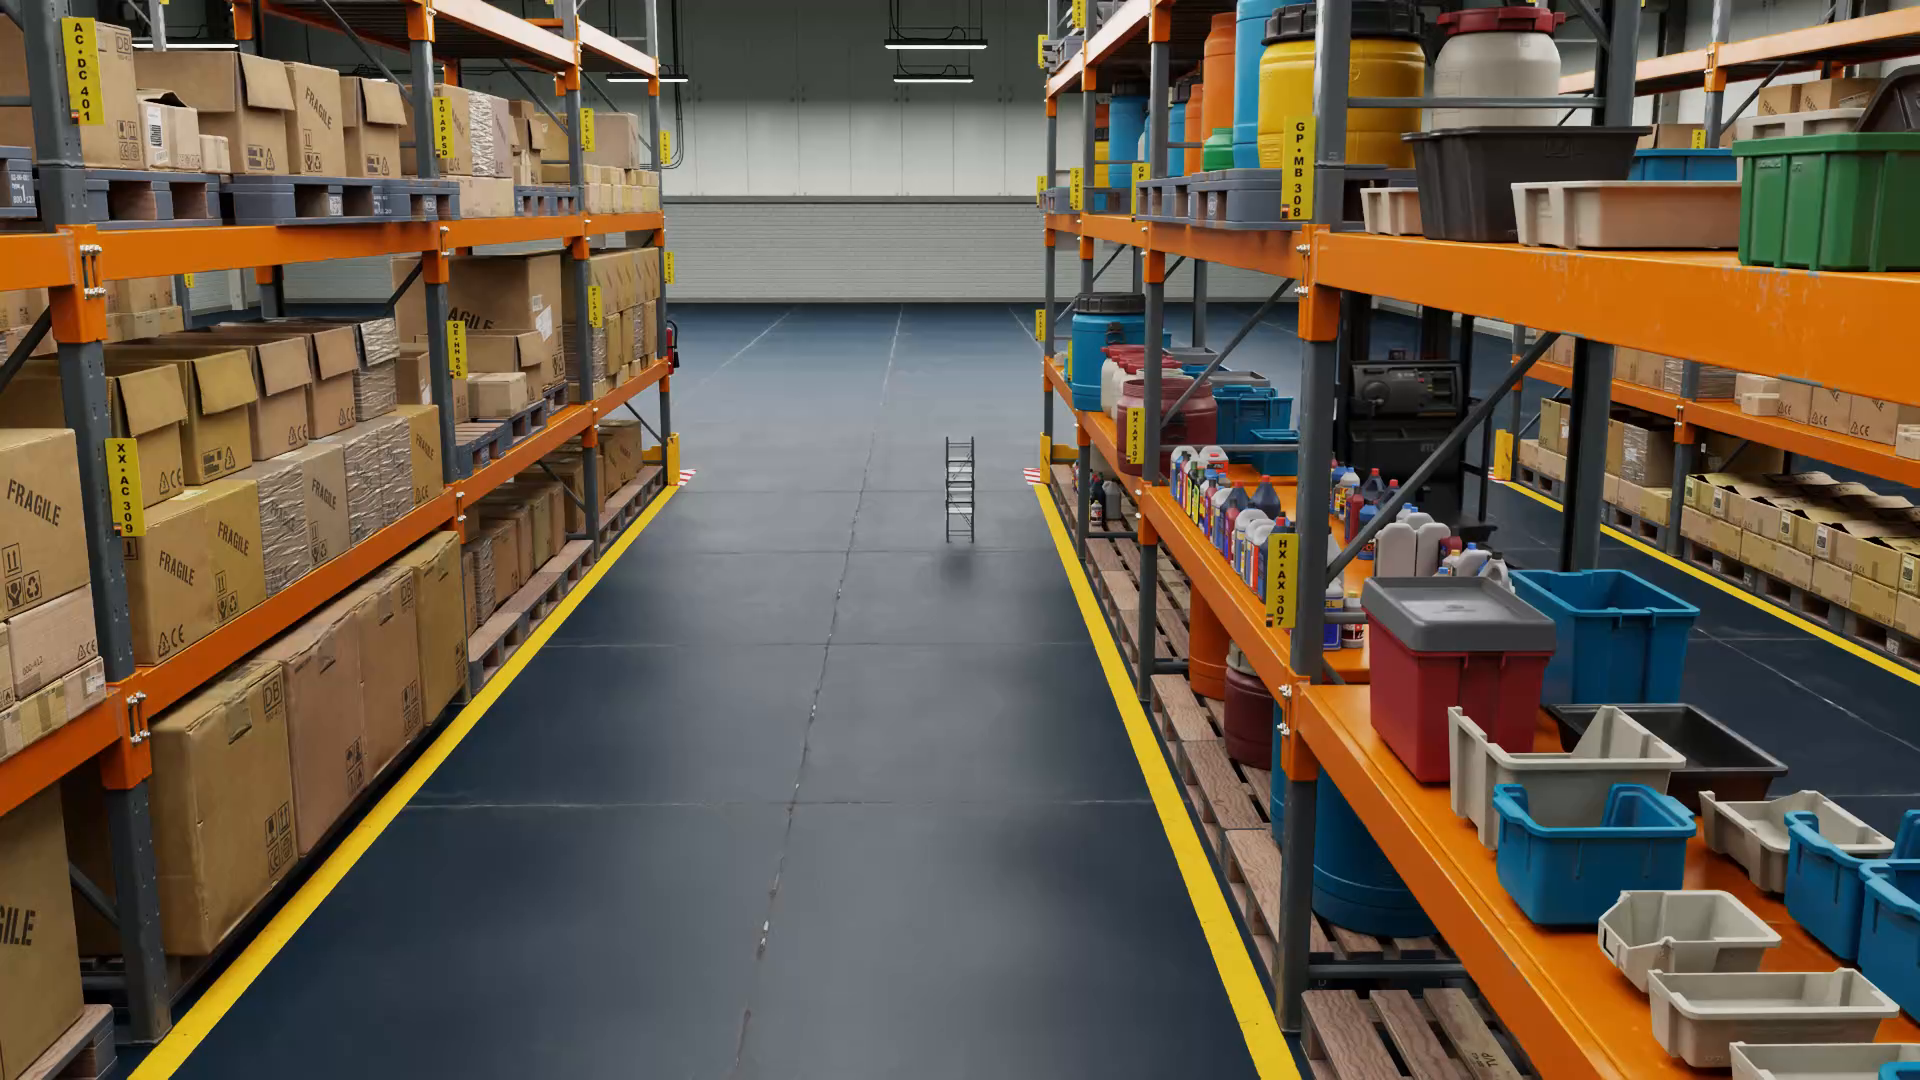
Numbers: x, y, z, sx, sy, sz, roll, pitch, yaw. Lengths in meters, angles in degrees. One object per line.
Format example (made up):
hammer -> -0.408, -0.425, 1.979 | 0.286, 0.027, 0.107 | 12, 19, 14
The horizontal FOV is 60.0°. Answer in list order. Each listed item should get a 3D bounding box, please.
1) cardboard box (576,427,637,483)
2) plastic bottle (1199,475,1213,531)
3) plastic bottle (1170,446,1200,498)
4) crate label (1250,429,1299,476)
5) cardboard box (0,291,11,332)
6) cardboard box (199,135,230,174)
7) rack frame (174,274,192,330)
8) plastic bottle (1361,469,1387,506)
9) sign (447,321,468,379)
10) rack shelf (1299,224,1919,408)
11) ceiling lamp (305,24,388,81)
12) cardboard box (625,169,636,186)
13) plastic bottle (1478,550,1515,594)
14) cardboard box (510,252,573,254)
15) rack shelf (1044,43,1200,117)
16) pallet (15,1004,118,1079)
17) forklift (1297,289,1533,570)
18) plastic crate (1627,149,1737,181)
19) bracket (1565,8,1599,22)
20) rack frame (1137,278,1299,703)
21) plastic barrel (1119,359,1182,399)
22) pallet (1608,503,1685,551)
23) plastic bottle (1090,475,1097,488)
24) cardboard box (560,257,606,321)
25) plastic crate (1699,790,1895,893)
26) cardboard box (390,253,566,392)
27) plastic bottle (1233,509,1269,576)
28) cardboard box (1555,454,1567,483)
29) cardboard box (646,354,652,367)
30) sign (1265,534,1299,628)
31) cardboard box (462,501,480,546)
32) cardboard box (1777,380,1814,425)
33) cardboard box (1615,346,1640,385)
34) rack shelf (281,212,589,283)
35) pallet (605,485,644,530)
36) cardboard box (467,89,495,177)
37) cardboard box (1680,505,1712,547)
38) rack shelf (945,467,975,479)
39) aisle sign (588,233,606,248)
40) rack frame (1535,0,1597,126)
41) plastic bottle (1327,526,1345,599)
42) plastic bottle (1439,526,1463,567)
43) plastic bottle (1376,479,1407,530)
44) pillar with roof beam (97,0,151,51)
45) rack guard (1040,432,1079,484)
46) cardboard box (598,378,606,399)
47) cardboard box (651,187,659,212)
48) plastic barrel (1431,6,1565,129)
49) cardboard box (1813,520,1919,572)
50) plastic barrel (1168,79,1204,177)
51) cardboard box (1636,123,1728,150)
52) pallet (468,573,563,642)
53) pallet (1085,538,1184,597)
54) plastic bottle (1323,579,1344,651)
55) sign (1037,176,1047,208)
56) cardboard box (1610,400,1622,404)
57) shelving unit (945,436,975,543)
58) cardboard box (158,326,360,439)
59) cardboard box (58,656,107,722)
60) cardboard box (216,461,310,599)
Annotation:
cardboard box -> -3.516, -0.831, 16.339 | 0.500, 0.500, 0.500 | 3, 12, 14
plastic bottle -> 1.236, -0.185, 8.249 | 0.097, 0.271, 0.097 | 0, 11, 0
plastic bottle -> 1.244, -0.375, 9.173 | 0.152, 0.276, 0.135 | 0, 11, -1
crate label -> 1.925, -0.526, 10.028 | 0.303, 0.233, 0.416 | 0, 11, -1
cardboard box -> -8.410, -1.973, 13.649 | 0.875, 0.550, 0.550 | 0, 11, -1
cardboard box -> -3.192, -1.557, 6.719 | 0.380, 0.149, 0.250 | -1, 11, -3
rack frame -> -8.520, -2.092, 17.328 | 1.000, 3.000, 0.127 | 0, 11, -1
plastic bottle -> 1.979, -0.161, 7.932 | 0.144, 0.351, 0.185 | 0, 11, -1
sign -> -2.839, -1.073, 9.390 | 0.100, 0.325, 0.005 | 0, 11, -1
rack shelf -> 1.683, -0.448, 3.486 | 1.077, 0.370, 4.000 | 0, 11, -1
ceiling lamp -> -15.107, -12.904, 40.852 | 2.000, 3.185, 0.800 | 0, 11, -1
cardboard box -> -3.221, -3.372, 15.466 | 0.380, 0.149, 0.250 | -1, 11, -4
plastic bottle -> 1.957, 0.217, 6.068 | 0.144, 0.351, 0.185 | 0, 11, -1
cardboard box -> -3.788, -2.369, 15.177 | 0.500, 0.500, 0.500 | 0, 11, -1
rack shelf -> 1.435, -4.107, 14.985 | 1.077, 0.370, 4.000 | 0, 11, -1
pallet -> -3.373, 1.811, 5.102 | 1.003, 0.211, 1.213 | 0, 11, -1
forklift -> 3.713, -1.277, 13.484 | 1.130, 2.935, 3.031 | -2, 12, -8
plastic crate -> 1.979, -0.936, 4.505 | 0.416, 0.233, 0.300 | 0, 11, -1
bracket -> 11.512, -9.704, 30.706 | 0.076, 0.066, 4.783 | 0, 11, -1
rack frame -> 1.559, -0.523, 9.591 | 1.000, 3.000, 0.127 | 0, 11, -1
plastic barrel -> 1.300, -0.962, 11.413 | 0.433, 0.535, 0.433 | 0, 11, 0
pallet -> 6.454, -0.129, 14.665 | 1.003, 0.211, 1.213 | 0, 11, -1
plastic bottle -> 1.170, -0.400, 14.544 | 0.144, 0.351, 0.185 | -1, 11, -4
cardboard box -> -3.231, -2.073, 13.718 | 0.500, 0.500, 0.500 | 0, 11, -1
plastic crate -> 1.978, 0.717, 3.992 | 0.293, 0.136, 0.466 | 0, 11, -1
cardboard box -> -3.600, -1.639, 12.528 | 1.000, 1.000, 1.000 | 0, 11, -1
plastic bottle -> 1.284, 0.010, 7.275 | 0.152, 0.276, 0.135 | 0, 11, -1
cardboard box -> 6.158, -0.685, 16.249 | 0.500, 0.250, 0.500 | 0, 11, -1
cardboard box -> -3.285, -1.815, 16.591 | 0.380, 0.149, 0.250 | 0, 11, -1
sign -> 1.091, 0.139, 5.635 | 0.100, 0.325, 0.005 | 0, 11, -1
cardboard box -> -3.458, -0.099, 10.797 | 0.500, 0.250, 0.500 | 1, 12, 5
cardboard box -> 6.439, -1.129, 12.328 | 0.500, 0.500, 0.500 | 1, 11, 3
cardboard box -> 6.389, -1.679, 15.040 | 0.700, 0.500, 0.500 | 0, 11, 0
rack shelf -> -3.435, -2.017, 11.224 | 1.077, 0.370, 4.000 | 0, 11, -1
pallet -> -3.553, -0.307, 15.543 | 1.003, 0.211, 1.213 | 0, 11, -1
cardboard box -> -3.153, -2.462, 10.096 | 0.500, 0.500, 0.500 | 0, 11, -1
cardboard box -> 6.189, -0.115, 13.439 | 0.500, 0.250, 0.500 | -1, 11, -3
rack shelf -> 0.000, -0.583, 14.433 | 0.258, 0.077, 0.200 | 0, 11, -1
aisle sign -> -3.860, -3.378, 17.126 | 0.394, 0.787, 0.004 | 0, 11, -1
rack frame -> 6.346, -5.073, 16.930 | 1.000, 3.000, 0.127 | 0, 11, -1
plastic bottle -> 1.439, 0.115, 6.574 | 0.144, 0.351, 0.185 | 0, 11, -1
plastic bottle -> 2.042, 0.078, 6.922 | 0.061, 0.283, 0.133 | 0, 11, -1
plastic bottle -> 1.985, -0.098, 7.620 | 0.144, 0.351, 0.185 | 0, 11, -1
pillar with roof beam -> -15.508, -9.617, 39.331 | 9.100, 9.000, 0.548 | 0, 11, -1
rack guard -> 1.442, -0.873, 17.605 | 1.175, 0.500, 0.348 | 0, 11, -1
cardboard box -> -3.172, -1.268, 13.897 | 0.380, 0.149, 0.250 | 0, 11, -1
cardboard box -> -3.295, -3.394, 16.579 | 0.500, 0.250, 0.500 | 0, 11, 0
plastic barrel -> 1.881, -1.576, 5.839 | 0.433, 0.535, 0.433 | 0, 11, 0
cardboard box -> 6.229, 0.018, 11.376 | 0.500, 0.311, 0.500 | 0, 11, -2
plastic barrel -> 1.730, -2.673, 11.387 | 0.600, 0.901, 0.708 | 0, 11, -1
cardboard box -> 6.520, -3.460, 14.859 | 0.797, 0.503, 0.637 | 1, 12, 5
pallet -> -3.430, 0.467, 11.726 | 1.003, 0.211, 1.213 | 0, 11, -1
pallet -> 1.531, 0.205, 13.019 | 1.003, 0.211, 1.213 | 0, 11, -1
plastic bottle -> 1.310, 0.256, 6.064 | 0.152, 0.276, 0.135 | 0, 11, -1
sign -> 0.843, -3.586, 17.124 | 0.100, 0.325, 0.005 | 0, 11, -1
cardboard box -> 6.654, -1.253, 17.164 | 0.500, 0.500, 0.500 | 0, 11, -1
shelving unit -> 0.000, -0.439, 14.462 | 0.258, 0.900, 0.210 | 0, 11, -1
cardboard box -> -3.384, -0.768, 8.026 | 0.797, 0.503, 0.637 | 0, 11, 0
cardboard box -> -2.977, 0.475, 5.305 | 0.380, 0.149, 0.250 | 0, 11, -1
cardboard box -> -3.091, -0.048, 7.001 | 0.500, 0.500, 0.500 | 0, 11, -2
